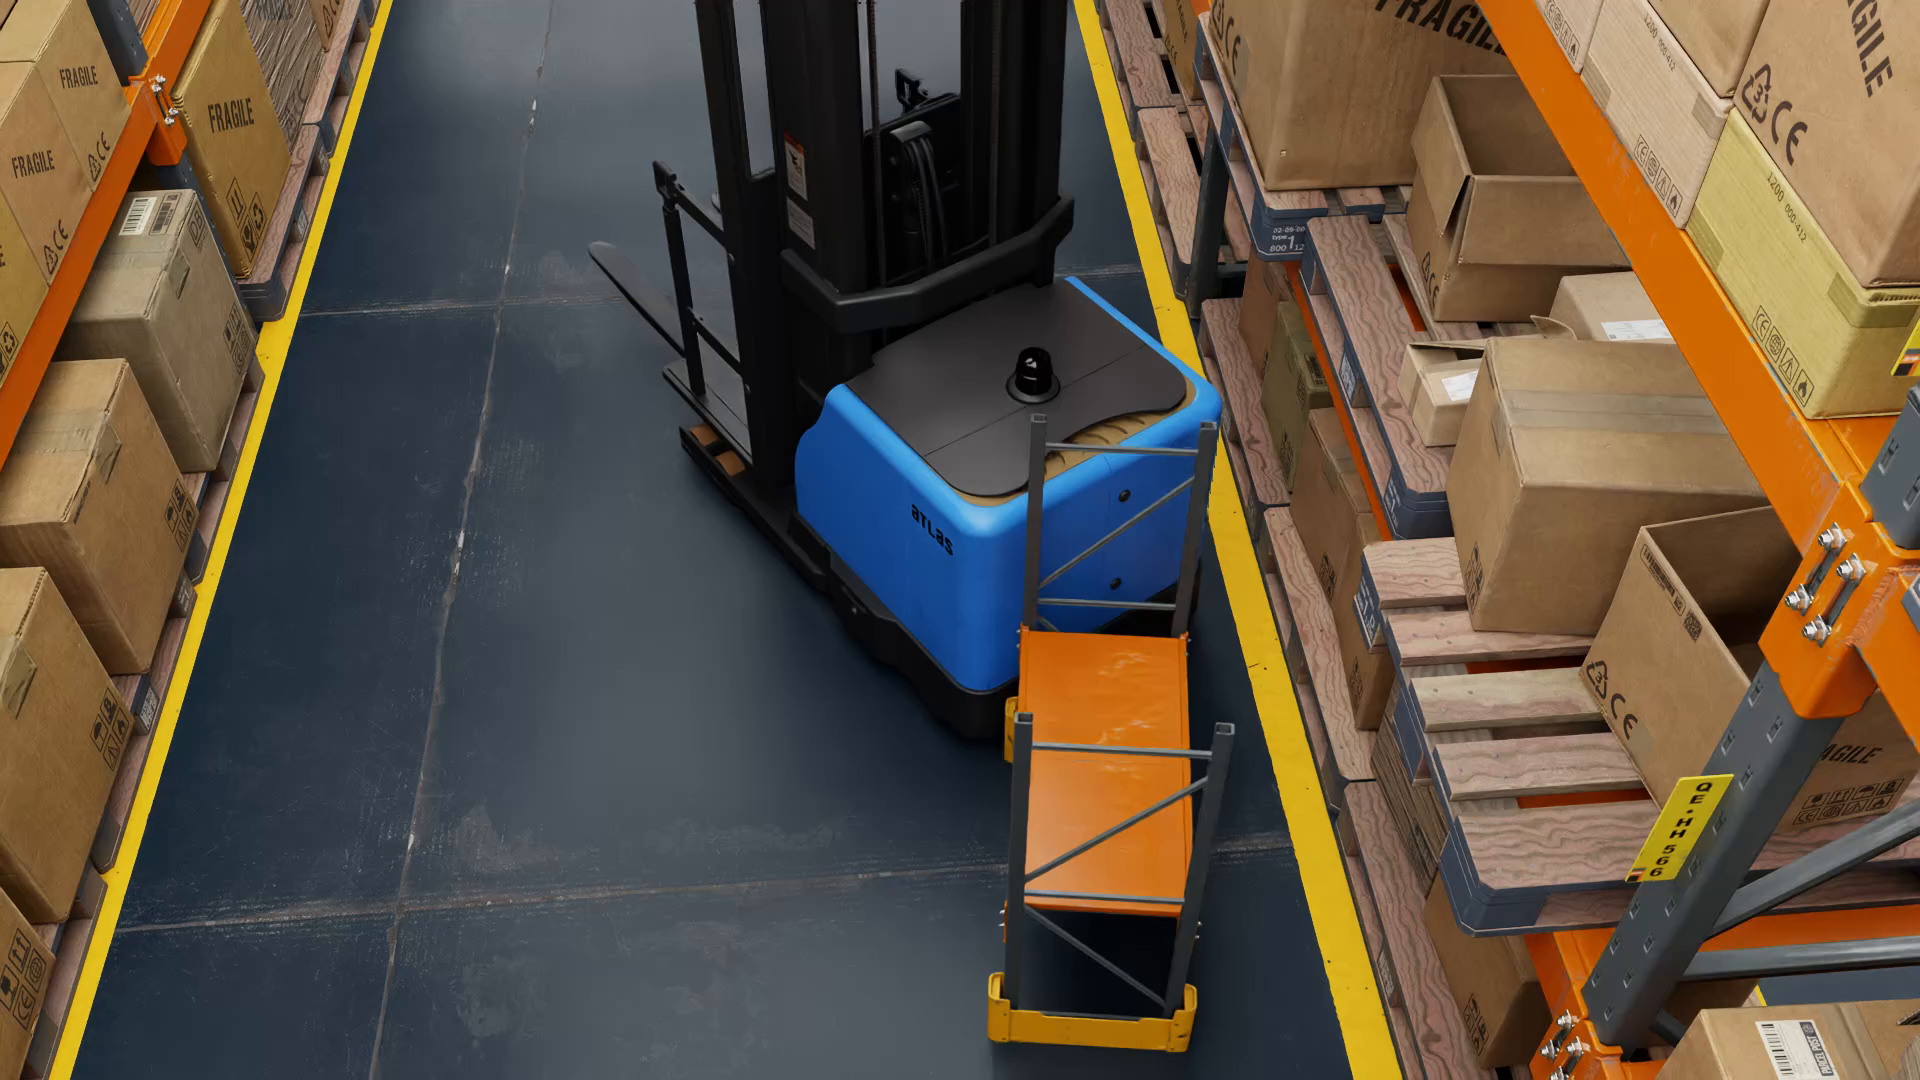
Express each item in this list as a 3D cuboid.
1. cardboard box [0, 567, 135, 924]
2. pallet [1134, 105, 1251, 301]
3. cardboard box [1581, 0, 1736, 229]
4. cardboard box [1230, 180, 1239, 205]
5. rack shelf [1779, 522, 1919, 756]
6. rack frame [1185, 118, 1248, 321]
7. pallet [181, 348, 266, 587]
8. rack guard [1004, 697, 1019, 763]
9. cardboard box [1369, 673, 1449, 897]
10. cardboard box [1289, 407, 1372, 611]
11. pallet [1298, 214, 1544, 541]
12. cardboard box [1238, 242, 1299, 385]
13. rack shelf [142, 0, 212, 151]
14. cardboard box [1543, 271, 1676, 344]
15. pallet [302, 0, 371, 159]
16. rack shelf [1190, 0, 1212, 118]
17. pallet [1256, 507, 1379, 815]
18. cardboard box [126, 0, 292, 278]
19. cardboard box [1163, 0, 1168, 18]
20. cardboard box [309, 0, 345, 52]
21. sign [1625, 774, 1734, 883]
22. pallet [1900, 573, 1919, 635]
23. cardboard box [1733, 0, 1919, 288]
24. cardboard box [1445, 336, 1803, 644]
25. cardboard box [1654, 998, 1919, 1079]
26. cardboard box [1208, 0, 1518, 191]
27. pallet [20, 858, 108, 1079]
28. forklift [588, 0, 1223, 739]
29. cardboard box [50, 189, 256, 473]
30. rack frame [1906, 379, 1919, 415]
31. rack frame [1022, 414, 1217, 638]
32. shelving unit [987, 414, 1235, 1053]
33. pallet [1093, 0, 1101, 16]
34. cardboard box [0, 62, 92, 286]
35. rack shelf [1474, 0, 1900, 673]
[{"bbox_3d":[-3.172,0.626,4.851,1.050,0.750,0.750,-3,47,-3],"label":"cardboard box"},{"bbox_3d":[1.390,-1.572,7.594,1.003,0.211,1.213,-3,47,-3],"label":"pallet"},{"bbox_3d":[1.477,-0.820,2.998,0.500,0.250,0.500,-4,47,-3],"label":"cardboard box"},{"bbox_3d":[1.488,-1.624,7.154,0.500,0.500,0.500,-5,47,-5],"label":"cardboard box"},{"bbox_3d":[1.984,1.510,1.184,1.077,0.370,4.000,-3,47,-3],"label":"rack shelf"},{"bbox_3d":[1.482,-2.047,6.123,1.000,3.000,0.127,-3,47,-3],"label":"rack frame"},{"bbox_3d":[-3.330,-0.306,6.395,1.003,0.211,1.213,-3,47,-3],"label":"pallet"},{"bbox_3d":[0.441,0.640,5.472,0.587,0.250,0.087,3,47,3],"label":"rack guard"},{"bbox_3d":[1.681,0.671,4.967,0.700,0.500,0.500,-7,47,-7],"label":"cardboard box"},{"bbox_3d":[1.580,-0.142,5.738,0.700,0.500,0.500,-7,47,-7],"label":"cardboard box"},{"bbox_3d":[1.610,-0.517,4.806,1.003,0.211,1.213,-3,47,-3],"label":"pallet"},{"bbox_3d":[1.512,-0.893,6.449,0.700,0.500,0.500,-7,47,-6],"label":"cardboard box"},{"bbox_3d":[-3.637,-3.019,7.538,1.077,0.370,4.000,-3,47,-3],"label":"rack shelf"},{"bbox_3d":[1.906,-0.473,4.446,0.500,0.250,0.500,-5,47,-4],"label":"cardboard box"},{"bbox_3d":[-3.560,-2.300,8.283,1.003,0.211,1.213,-3,47,-3],"label":"pallet"},{"bbox_3d":[1.314,-3.247,7.755,1.077,0.370,4.000,-3,47,-3],"label":"rack shelf"},{"bbox_3d":[1.654,0.360,5.764,1.003,0.211,1.213,-3,47,-3],"label":"pallet"},{"bbox_3d":[-3.452,-1.692,6.961,0.875,0.875,0.875,-3,47,-3],"label":"cardboard box"},{"bbox_3d":[1.300,-2.889,8.352,0.500,0.500,0.500,0,47,0],"label":"cardboard box"},{"bbox_3d":[-3.606,-3.004,8.203,0.875,0.875,0.875,-4,47,-4],"label":"cardboard box"},{"bbox_3d":[1.277,0.516,2.953,0.100,0.325,0.005,-3,47,-3],"label":"sign"},{"bbox_3d":[1.923,0.343,1.923,1.213,0.211,1.003,-2,47,-1],"label":"pallet"},{"bbox_3d":[1.527,-0.721,2.388,0.500,0.500,0.500,-2,47,-2],"label":"cardboard box"},{"bbox_3d":[1.585,-0.118,3.938,0.700,0.500,0.500,3,47,3],"label":"cardboard box"},{"bbox_3d":[1.586,1.181,2.997,0.500,0.500,0.500,-2,47,-2],"label":"cardboard box"},{"bbox_3d":[1.409,-1.815,5.200,1.000,1.000,1.000,-3,47,-3],"label":"cardboard box"},{"bbox_3d":[-3.125,1.459,4.723,1.003,0.211,1.213,-3,47,-3],"label":"pallet"},{"bbox_3d":[-0.433,-1.378,5.536,1.130,2.935,3.031,-28,53,-24],"label":"forklift"},{"bbox_3d":[-3.328,-0.746,6.151,1.050,0.750,0.750,-4,47,-3],"label":"cardboard box"},{"bbox_3d":[1.817,-1.216,1.204,1.000,3.000,0.127,-3,47,-3],"label":"rack frame"},{"bbox_3d":[0.442,0.196,5.031,0.500,1.500,0.032,3,47,3],"label":"rack frame"},{"bbox_3d":[0.408,0.571,4.676,0.587,1.500,1.083,3,47,3],"label":"shelving unit"},{"bbox_3d":[1.186,-3.338,9.266,1.003,0.211,1.213,-3,47,-3],"label":"pallet"},{"bbox_3d":[-3.117,-1.126,5.182,0.500,0.500,0.500,-4,47,-4],"label":"cardboard box"},{"bbox_3d":[1.649,-1.384,3.925,1.077,0.370,4.000,-3,47,-3],"label":"rack shelf"}]
